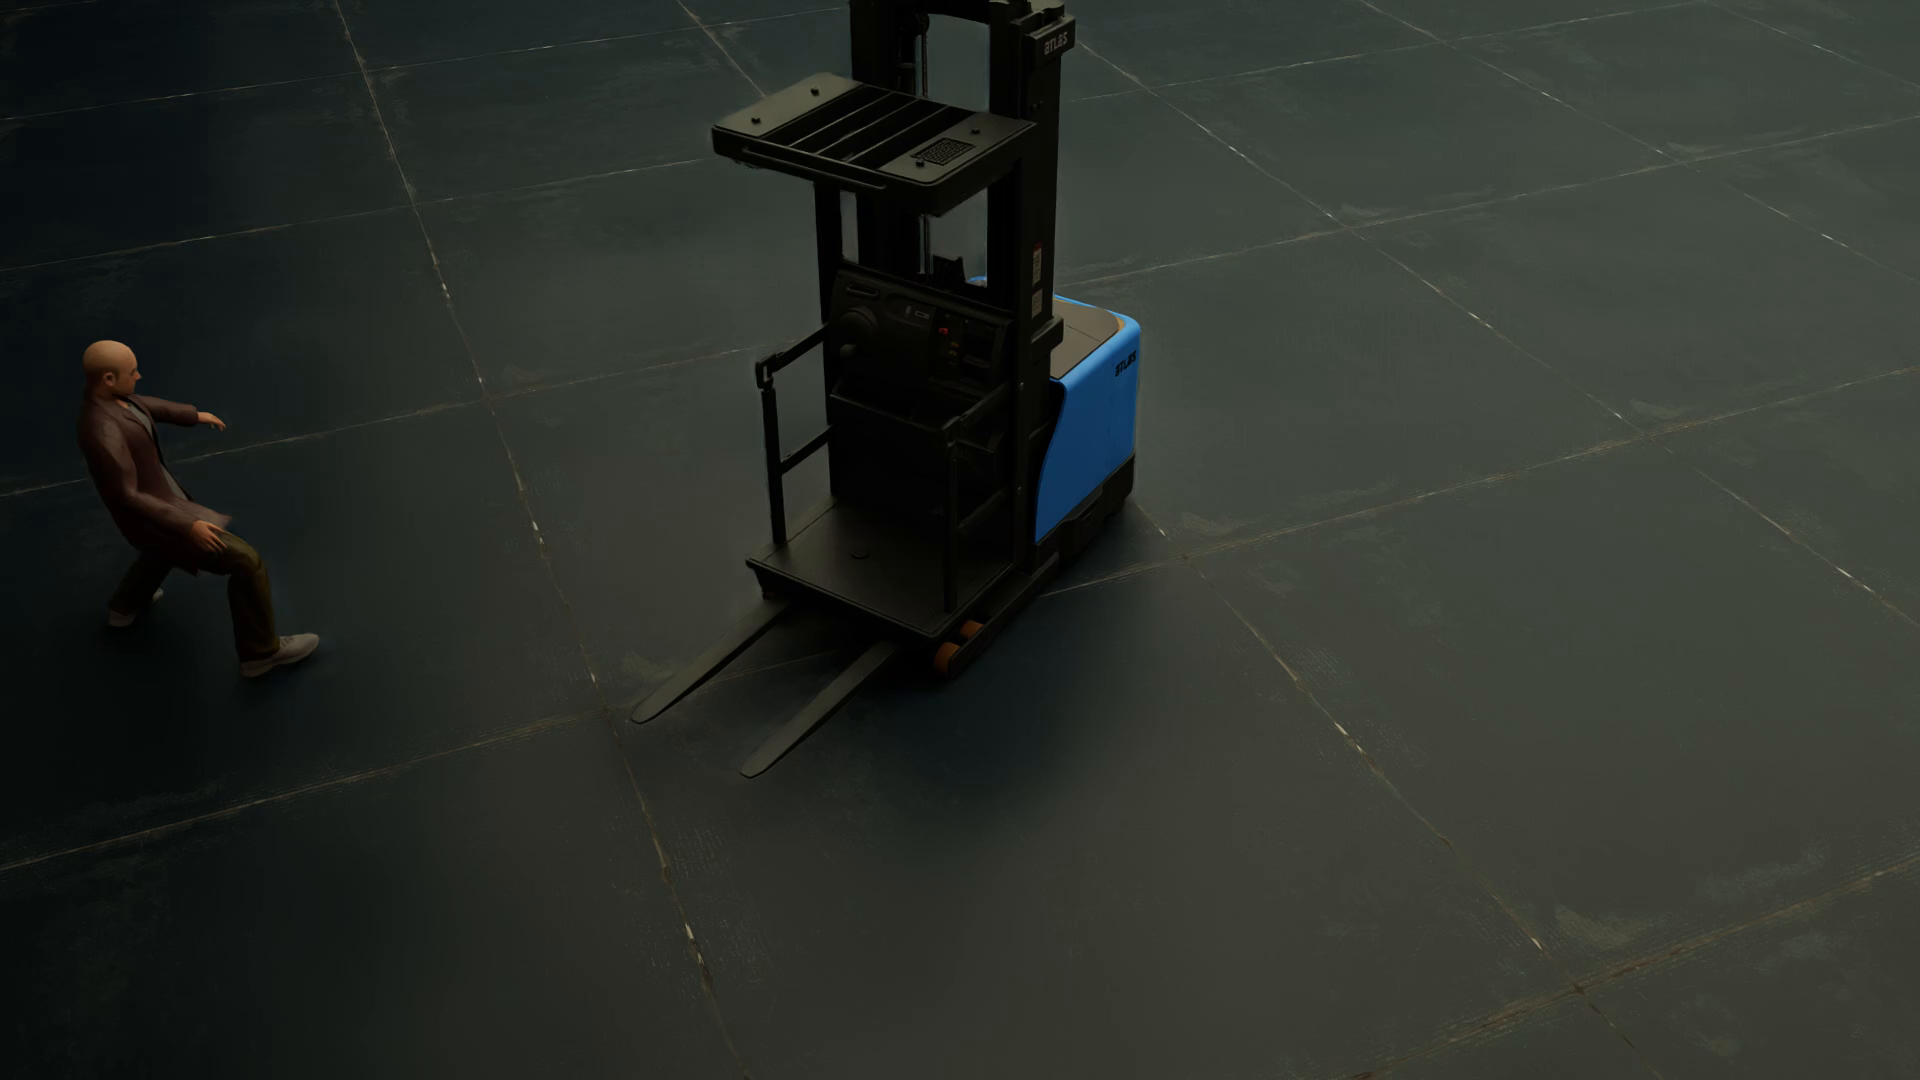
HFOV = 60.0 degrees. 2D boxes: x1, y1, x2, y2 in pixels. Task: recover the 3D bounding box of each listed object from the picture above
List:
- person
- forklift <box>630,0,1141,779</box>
[{"bbox_3d":[-3.592,-0.199,7.569,0.920,1.636,1.022,-14,38,-19],"label":"person"},{"bbox_3d":[-0.310,-0.868,7.319,1.130,2.935,3.031,21,40,27],"label":"forklift"}]
